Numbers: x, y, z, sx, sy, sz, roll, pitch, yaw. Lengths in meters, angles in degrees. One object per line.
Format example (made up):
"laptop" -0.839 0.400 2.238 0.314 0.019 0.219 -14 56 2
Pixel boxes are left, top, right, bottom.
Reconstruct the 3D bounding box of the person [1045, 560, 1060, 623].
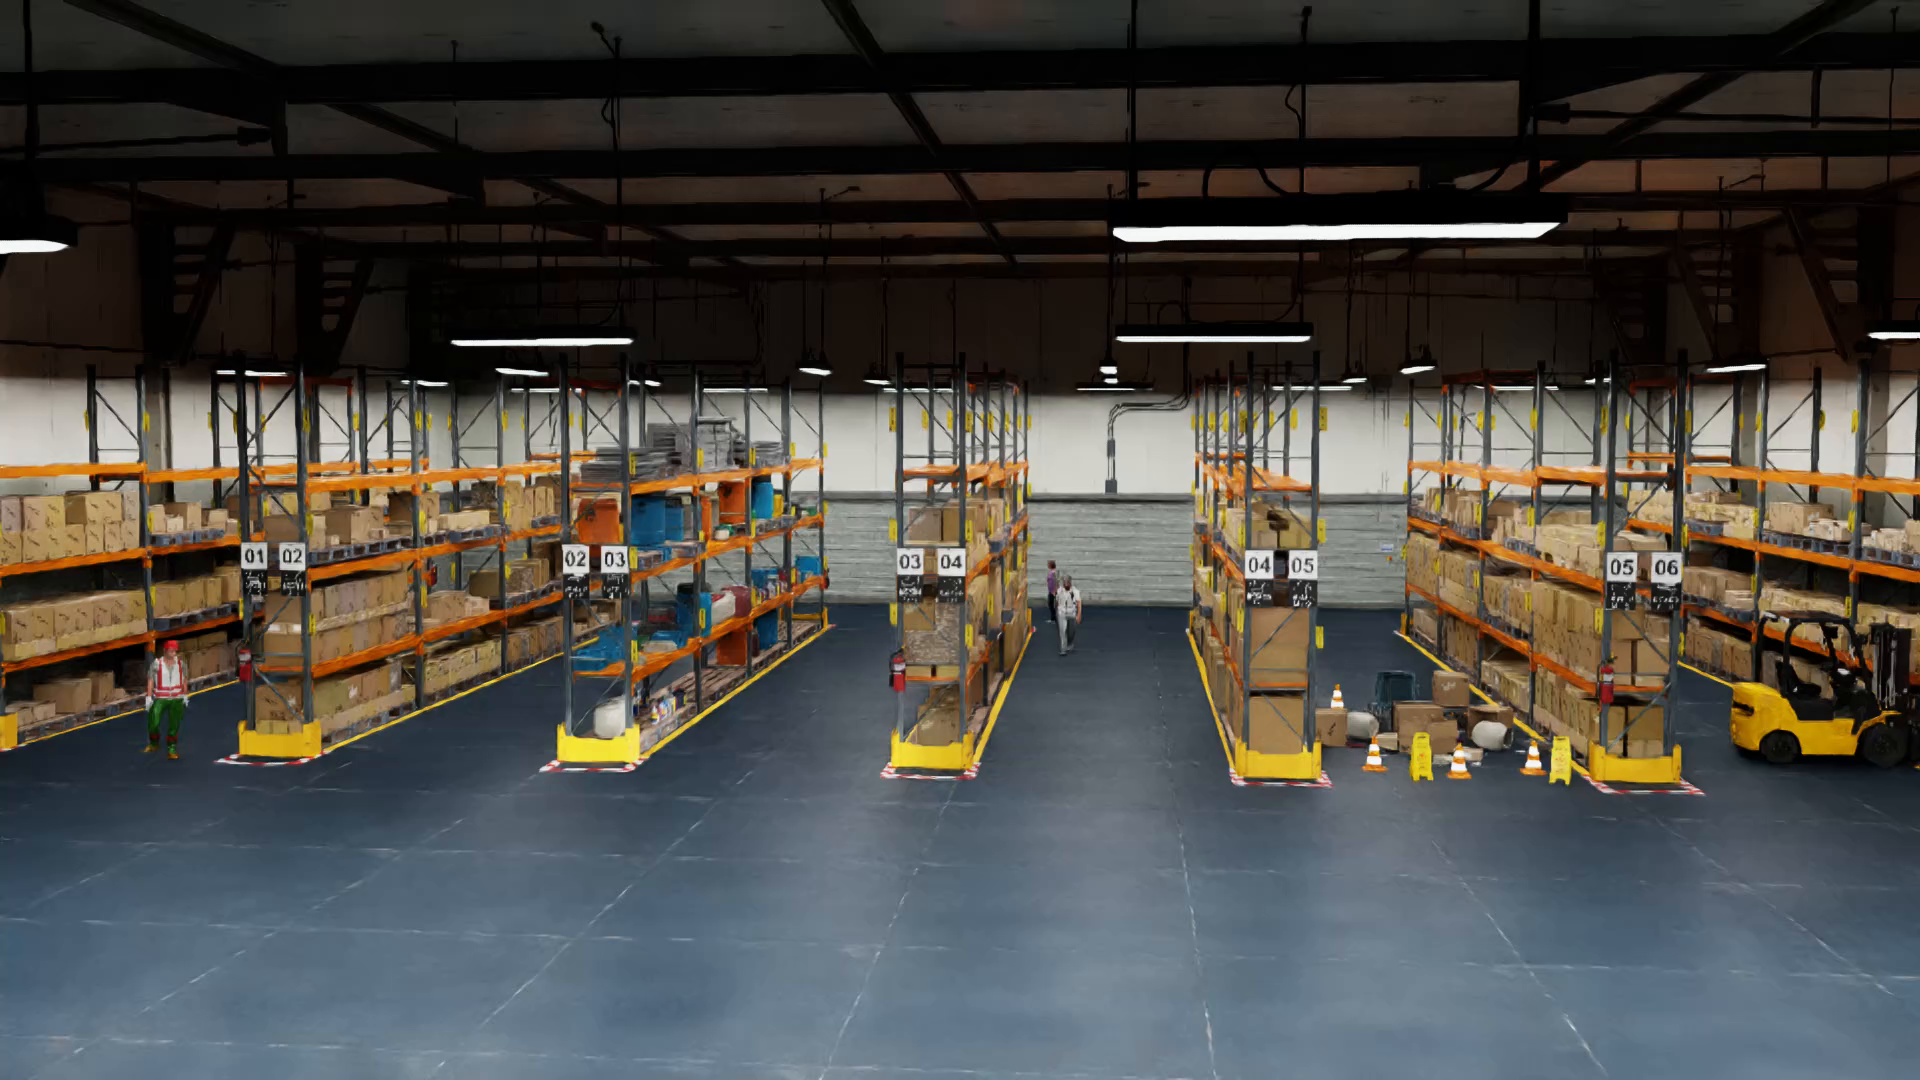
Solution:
"person" 2.393 1.279 41.288 0.552 1.581 0.463 -2 5 -26

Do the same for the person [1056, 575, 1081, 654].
"person" 2.341 1.599 35.875 0.557 1.700 1.039 0 4 4

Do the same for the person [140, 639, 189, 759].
"person" -11.800 2.356 24.654 0.676 1.781 0.493 -3 5 -34
